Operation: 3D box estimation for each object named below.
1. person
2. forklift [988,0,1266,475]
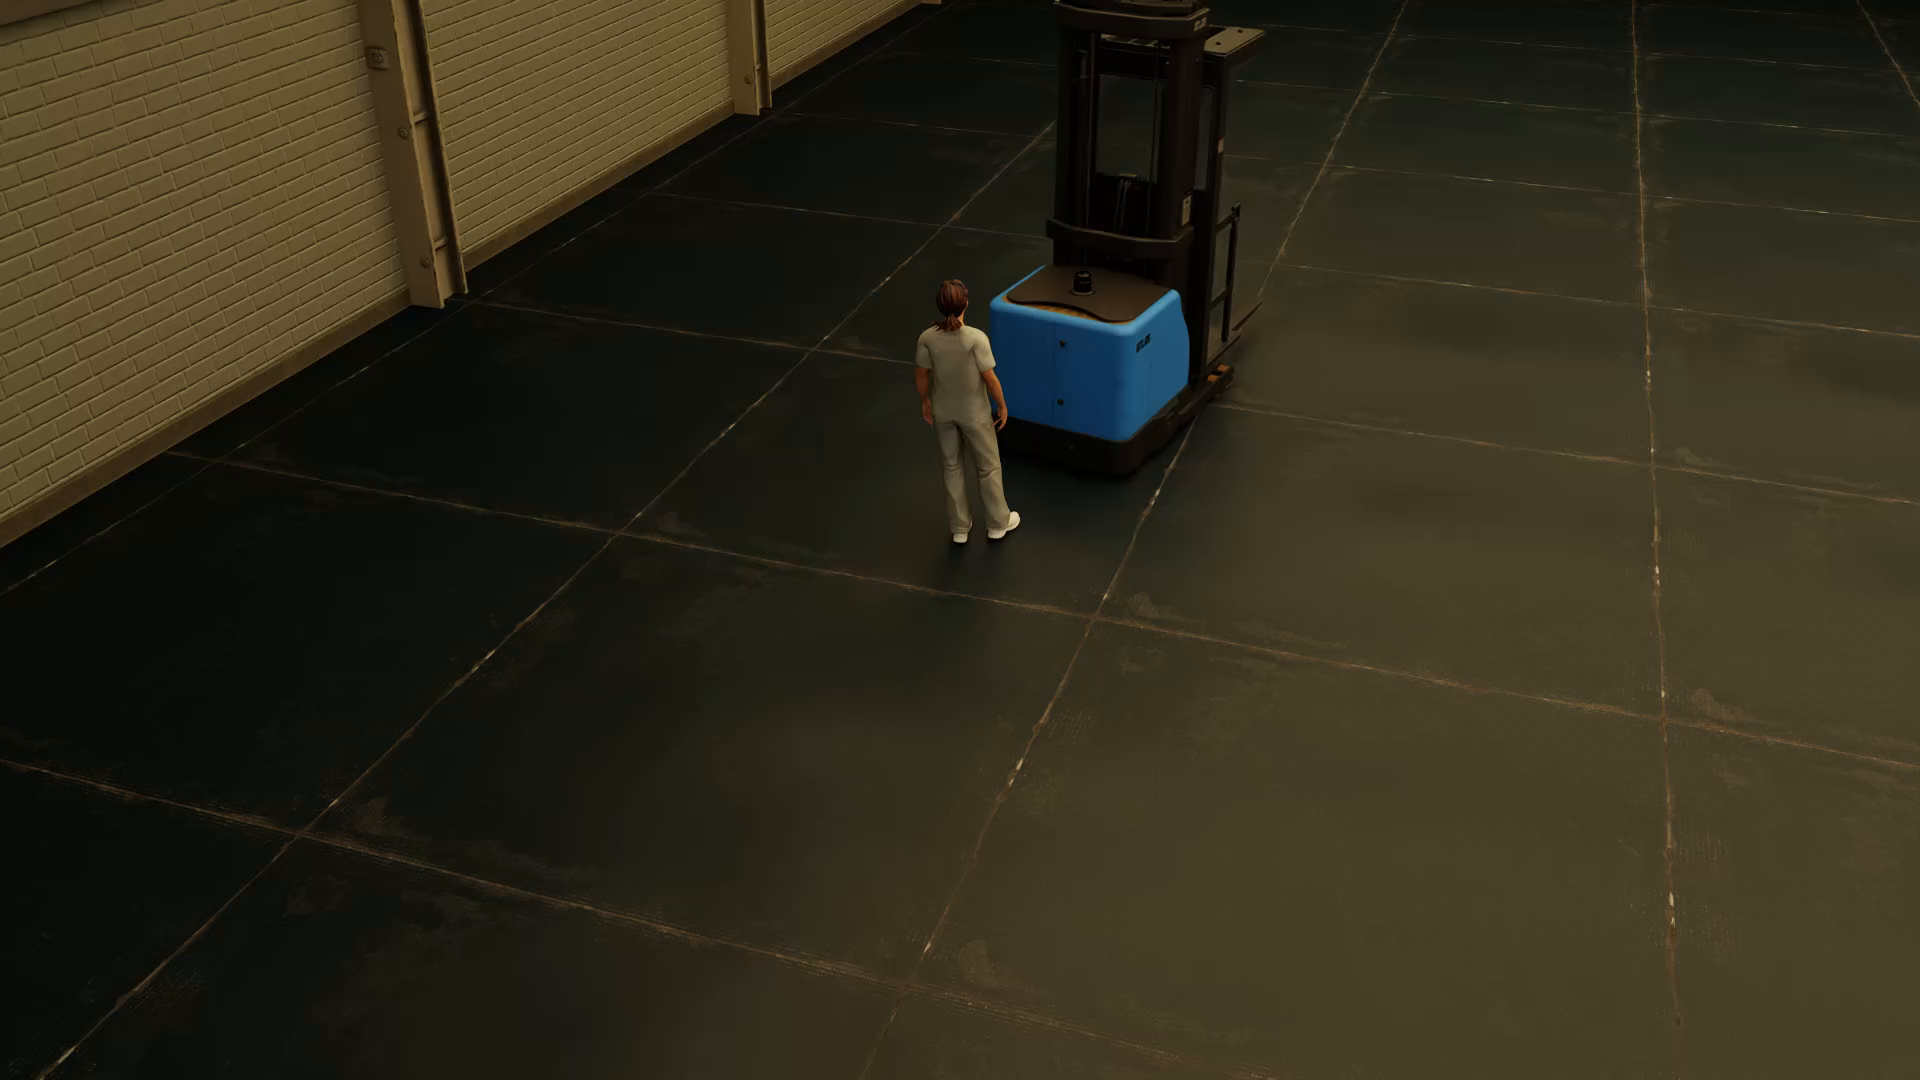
[{"bbox_3d":[0.037,-0.766,9.735,0.550,1.672,0.548,10,31,16],"label":"person"},{"bbox_3d":[1.328,-2.387,11.323,1.130,2.935,3.031,15,33,25],"label":"forklift"}]
